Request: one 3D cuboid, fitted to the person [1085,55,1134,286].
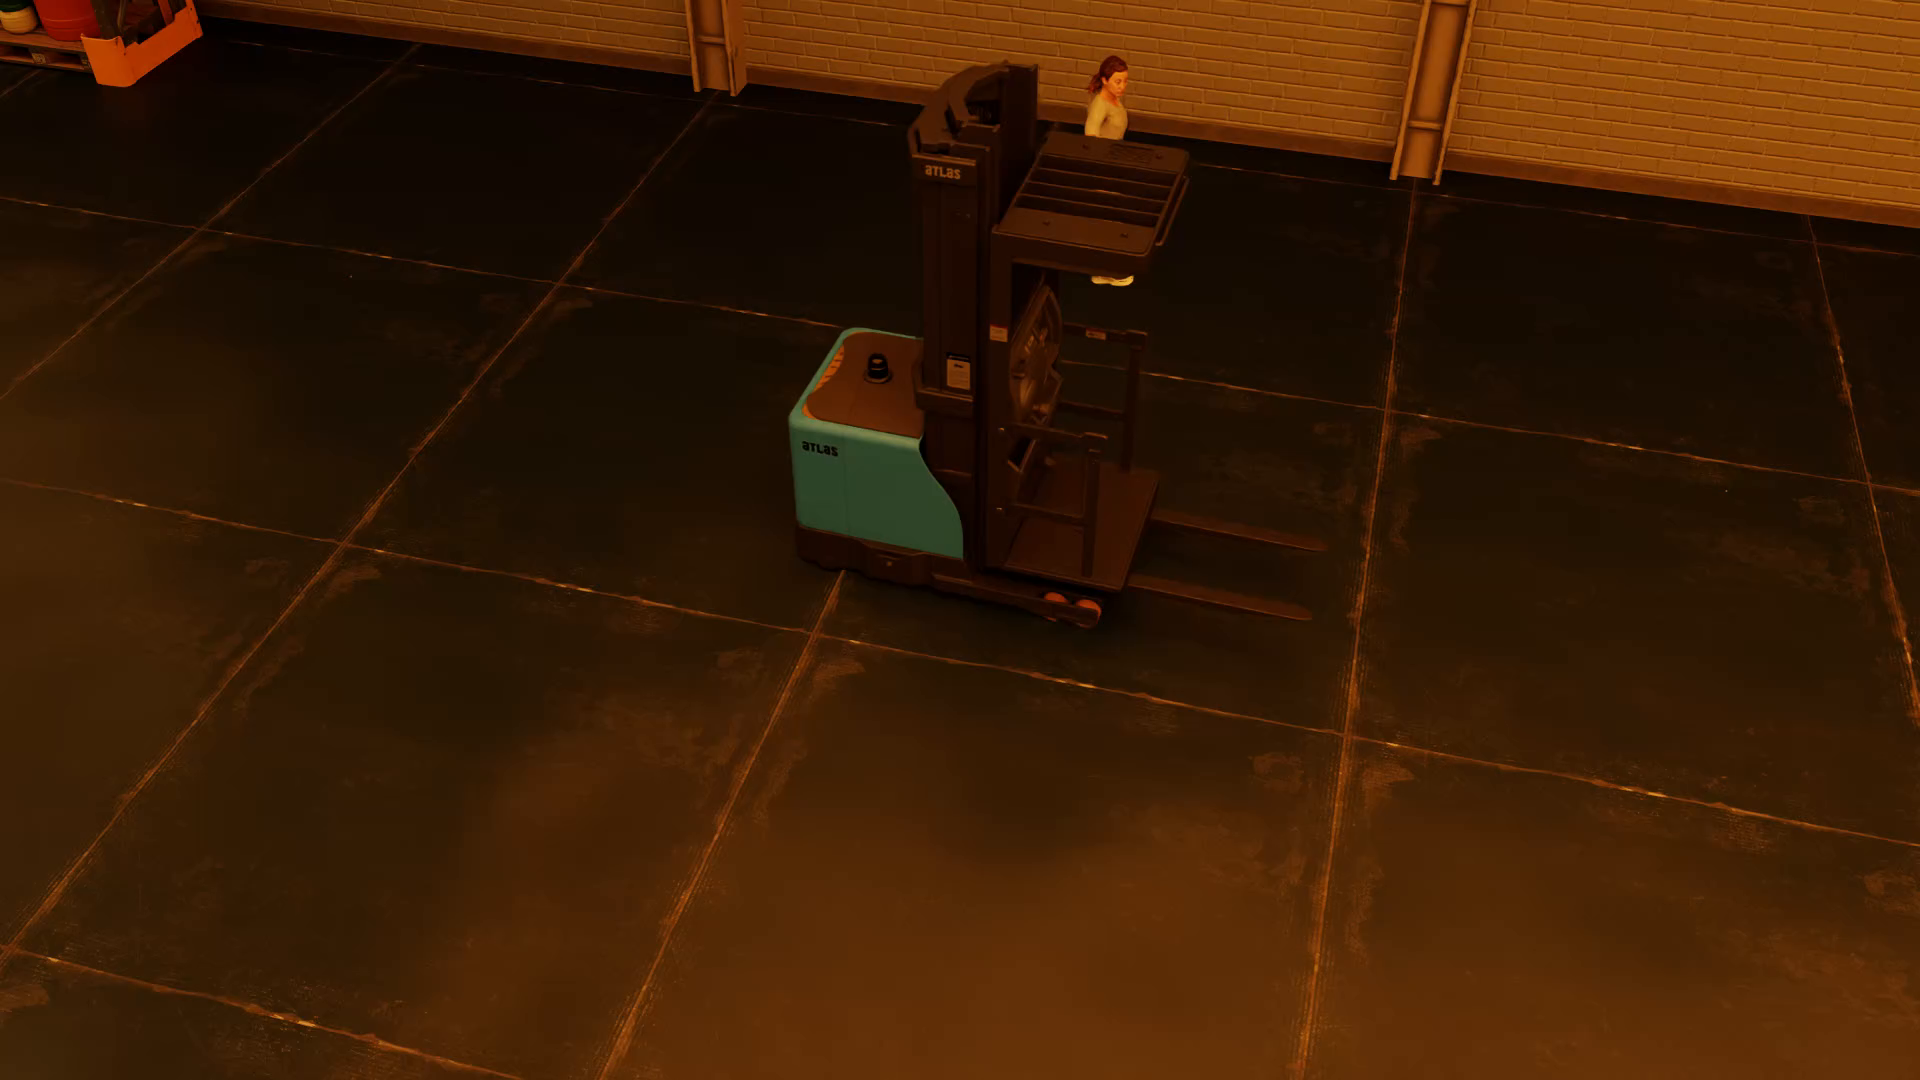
[{"bbox_3d":[1.076,-2.609,11.806,0.446,1.657,0.607,6,42,7],"label":"person"}]

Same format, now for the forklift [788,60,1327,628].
[{"bbox_3d":[0.598,-0.993,8.994,3.031,2.935,1.130,11,43,13],"label":"forklift"}]
